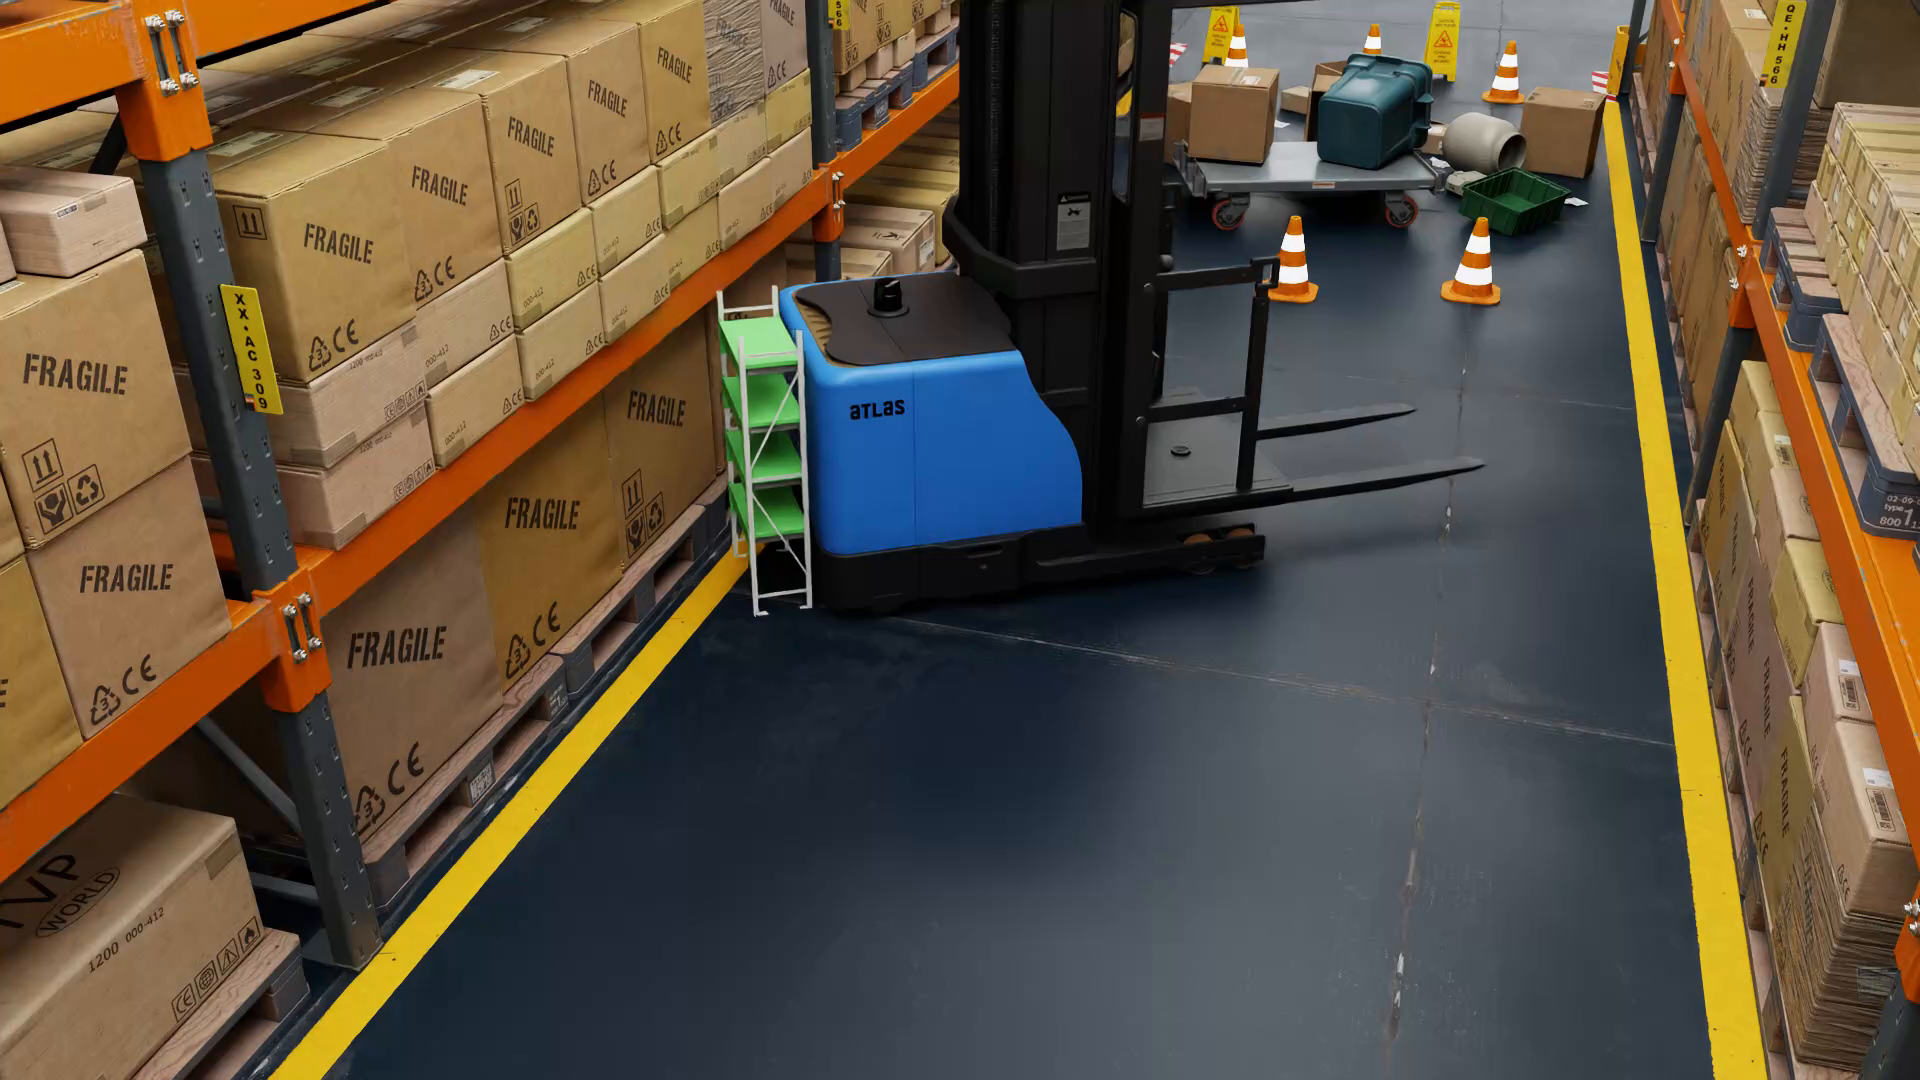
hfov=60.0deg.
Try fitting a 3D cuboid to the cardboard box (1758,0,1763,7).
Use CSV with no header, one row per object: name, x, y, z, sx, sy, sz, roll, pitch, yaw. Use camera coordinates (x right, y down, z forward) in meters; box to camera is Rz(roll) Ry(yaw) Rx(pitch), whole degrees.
cardboard box,4.432,-2.955,8.346,0.700,0.500,0.500,9,30,15

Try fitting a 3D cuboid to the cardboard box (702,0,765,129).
cardboard box,-1.110,-1.944,6.528,0.500,0.500,0.500,9,30,16

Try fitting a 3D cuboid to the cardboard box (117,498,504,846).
cardboard box,-2.134,0.323,5.337,0.875,0.875,0.875,9,30,16

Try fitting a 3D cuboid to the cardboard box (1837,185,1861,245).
cardboard box,3.210,-1.079,5.624,0.380,0.149,0.250,8,30,13

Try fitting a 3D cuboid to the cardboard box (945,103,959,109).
cardboard box,0.025,-3.135,12.196,0.500,0.250,0.500,10,31,17

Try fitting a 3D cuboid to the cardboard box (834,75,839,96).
cardboard box,-0.792,-2.179,7.908,0.380,0.149,0.250,7,30,12

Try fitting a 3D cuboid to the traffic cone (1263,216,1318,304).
traffic cone,1.954,-1.678,9.790,0.336,0.463,0.334,8,30,15

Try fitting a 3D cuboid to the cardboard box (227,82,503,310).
cardboard box,-1.713,-1.007,4.843,0.500,0.500,0.500,8,30,15

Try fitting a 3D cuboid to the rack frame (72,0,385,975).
rack frame,-2.240,-0.122,4.384,1.000,3.000,0.127,8,30,15

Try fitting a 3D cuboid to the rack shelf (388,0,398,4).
rack shelf,-5.225,-3.303,10.841,1.077,0.370,4.000,8,30,15

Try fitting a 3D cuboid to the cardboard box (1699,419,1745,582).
cardboard box,3.245,-0.120,6.520,0.500,0.500,0.500,7,30,13

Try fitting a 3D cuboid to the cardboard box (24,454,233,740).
cardboard box,-2.131,0.086,3.907,0.500,0.500,0.500,9,30,15

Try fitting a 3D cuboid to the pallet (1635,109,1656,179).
pallet,5.525,-2.873,12.197,1.003,0.211,1.213,8,30,15

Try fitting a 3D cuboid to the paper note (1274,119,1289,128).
paper note,2.515,-3.300,13.162,0.148,0.019,0.142,20,35,32

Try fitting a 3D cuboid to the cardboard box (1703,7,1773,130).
cardboard box,4.013,-2.316,8.224,0.500,0.500,0.500,9,30,16

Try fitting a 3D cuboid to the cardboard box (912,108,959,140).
cardboard box,-0.043,-2.631,11.165,0.950,0.372,0.625,9,30,16

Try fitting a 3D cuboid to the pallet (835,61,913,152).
pallet,-0.958,-2.244,8.395,1.213,0.211,1.003,8,30,15

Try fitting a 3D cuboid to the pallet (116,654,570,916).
pallet,-2.085,0.727,5.726,1.003,0.211,1.213,8,30,15

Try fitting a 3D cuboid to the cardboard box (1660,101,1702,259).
cardboard box,4.774,-2.080,9.785,1.050,0.750,0.750,8,30,15

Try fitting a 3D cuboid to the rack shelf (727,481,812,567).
rack shelf,-0.781,-0.086,6.792,0.258,0.148,0.480,-8,30,-15

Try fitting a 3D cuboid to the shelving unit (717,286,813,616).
shelving unit,-0.778,-0.352,6.645,0.258,1.200,0.503,-8,30,-15

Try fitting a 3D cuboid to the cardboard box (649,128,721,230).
cardboard box,-1.242,-1.393,6.309,0.500,0.250,0.500,8,30,14

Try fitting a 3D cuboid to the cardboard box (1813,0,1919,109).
cardboard box,3.837,-2.010,6.645,0.700,0.500,0.500,8,30,15

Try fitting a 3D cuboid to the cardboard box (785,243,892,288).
cardboard box,-0.890,-1.277,8.732,0.950,0.372,0.625,6,30,11

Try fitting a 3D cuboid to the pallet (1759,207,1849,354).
pallet,3.589,-0.891,5.964,1.213,0.211,1.003,8,30,15

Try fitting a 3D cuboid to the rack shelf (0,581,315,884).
rack shelf,-2.827,1.122,2.888,1.077,0.370,4.000,8,30,15

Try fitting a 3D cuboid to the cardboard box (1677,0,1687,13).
cardboard box,5.107,-3.678,10.622,0.875,0.550,0.550,8,30,15

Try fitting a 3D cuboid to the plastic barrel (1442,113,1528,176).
plastic barrel,3.737,-2.801,11.849,0.421,0.421,0.512,-17,34,-28

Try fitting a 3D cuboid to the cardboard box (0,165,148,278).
cardboard box,-2.026,-0.698,3.620,0.380,0.149,0.250,8,30,14

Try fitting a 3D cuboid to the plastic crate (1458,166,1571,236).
plastic crate,3.669,-2.245,11.033,0.662,0.188,0.450,-24,47,-37

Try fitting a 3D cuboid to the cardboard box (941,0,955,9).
cardboard box,-0.262,-3.237,9.142,0.500,0.500,0.500,7,30,13

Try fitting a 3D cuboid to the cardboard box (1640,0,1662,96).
cardboard box,5.908,-3.970,13.054,0.875,0.875,0.875,9,30,15

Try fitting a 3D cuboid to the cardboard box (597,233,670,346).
cardboard box,-1.386,-0.931,5.992,0.500,0.250,0.500,8,30,14

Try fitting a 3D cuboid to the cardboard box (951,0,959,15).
cardboard box,-0.092,-3.163,9.677,0.380,0.149,0.250,8,30,15

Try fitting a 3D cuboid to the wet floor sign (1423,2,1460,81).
wet floor sign,4.160,-4.307,14.328,0.267,0.644,0.232,3,29,6

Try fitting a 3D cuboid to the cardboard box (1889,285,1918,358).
cardboard box,2.910,-0.605,4.772,0.380,0.149,0.250,10,30,17

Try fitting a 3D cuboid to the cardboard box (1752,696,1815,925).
cardboard box,2.649,0.828,4.816,0.500,0.500,0.500,8,30,14

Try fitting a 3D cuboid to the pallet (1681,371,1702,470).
pallet,4.000,-0.459,7.857,1.003,0.211,1.213,8,30,15

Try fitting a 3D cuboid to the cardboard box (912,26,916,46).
cardboard box,-0.456,-2.674,8.799,0.380,0.149,0.250,10,31,18

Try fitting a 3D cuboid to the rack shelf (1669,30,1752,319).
rack shelf,4.283,-1.937,8.386,1.077,0.370,4.000,8,30,15

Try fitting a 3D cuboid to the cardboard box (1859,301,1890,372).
cardboard box,2.985,-0.600,5.069,0.380,0.149,0.250,9,30,16

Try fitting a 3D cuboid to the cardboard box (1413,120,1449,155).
cardboard box,3.614,-3.047,12.455,0.396,0.266,0.258,14,32,23

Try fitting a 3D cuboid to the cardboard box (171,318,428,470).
cardboard box,-1.841,-0.439,4.594,0.500,0.250,0.500,8,30,13

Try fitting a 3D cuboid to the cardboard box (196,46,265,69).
cardboard box,-5.015,-3.089,11.727,0.875,0.625,0.625,8,30,14

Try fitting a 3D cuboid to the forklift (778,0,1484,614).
forklift,0.787,-1.376,6.708,3.031,2.935,1.130,-8,30,-14

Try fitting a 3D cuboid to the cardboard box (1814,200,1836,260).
cardboard box,3.293,-1.092,5.953,0.380,0.149,0.250,10,31,17

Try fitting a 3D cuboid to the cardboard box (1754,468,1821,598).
cardboard box,2.956,0.009,5.516,0.500,0.250,0.500,9,30,15

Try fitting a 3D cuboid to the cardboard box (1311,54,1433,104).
cardboard box,3.187,-3.430,12.899,0.797,0.503,0.637,-12,31,-20

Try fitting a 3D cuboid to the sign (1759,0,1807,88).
sign,3.165,-1.905,6.398,0.100,0.325,0.005,8,30,15

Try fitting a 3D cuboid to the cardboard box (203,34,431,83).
cardboard box,-2.036,-1.321,5.407,0.500,0.500,0.500,9,30,16

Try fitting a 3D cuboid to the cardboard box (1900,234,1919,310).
cardboard box,2.914,-0.742,4.712,0.380,0.149,0.250,8,30,14

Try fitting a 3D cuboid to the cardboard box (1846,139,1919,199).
cardboard box,3.223,-1.230,5.589,0.380,0.149,0.250,8,30,15
